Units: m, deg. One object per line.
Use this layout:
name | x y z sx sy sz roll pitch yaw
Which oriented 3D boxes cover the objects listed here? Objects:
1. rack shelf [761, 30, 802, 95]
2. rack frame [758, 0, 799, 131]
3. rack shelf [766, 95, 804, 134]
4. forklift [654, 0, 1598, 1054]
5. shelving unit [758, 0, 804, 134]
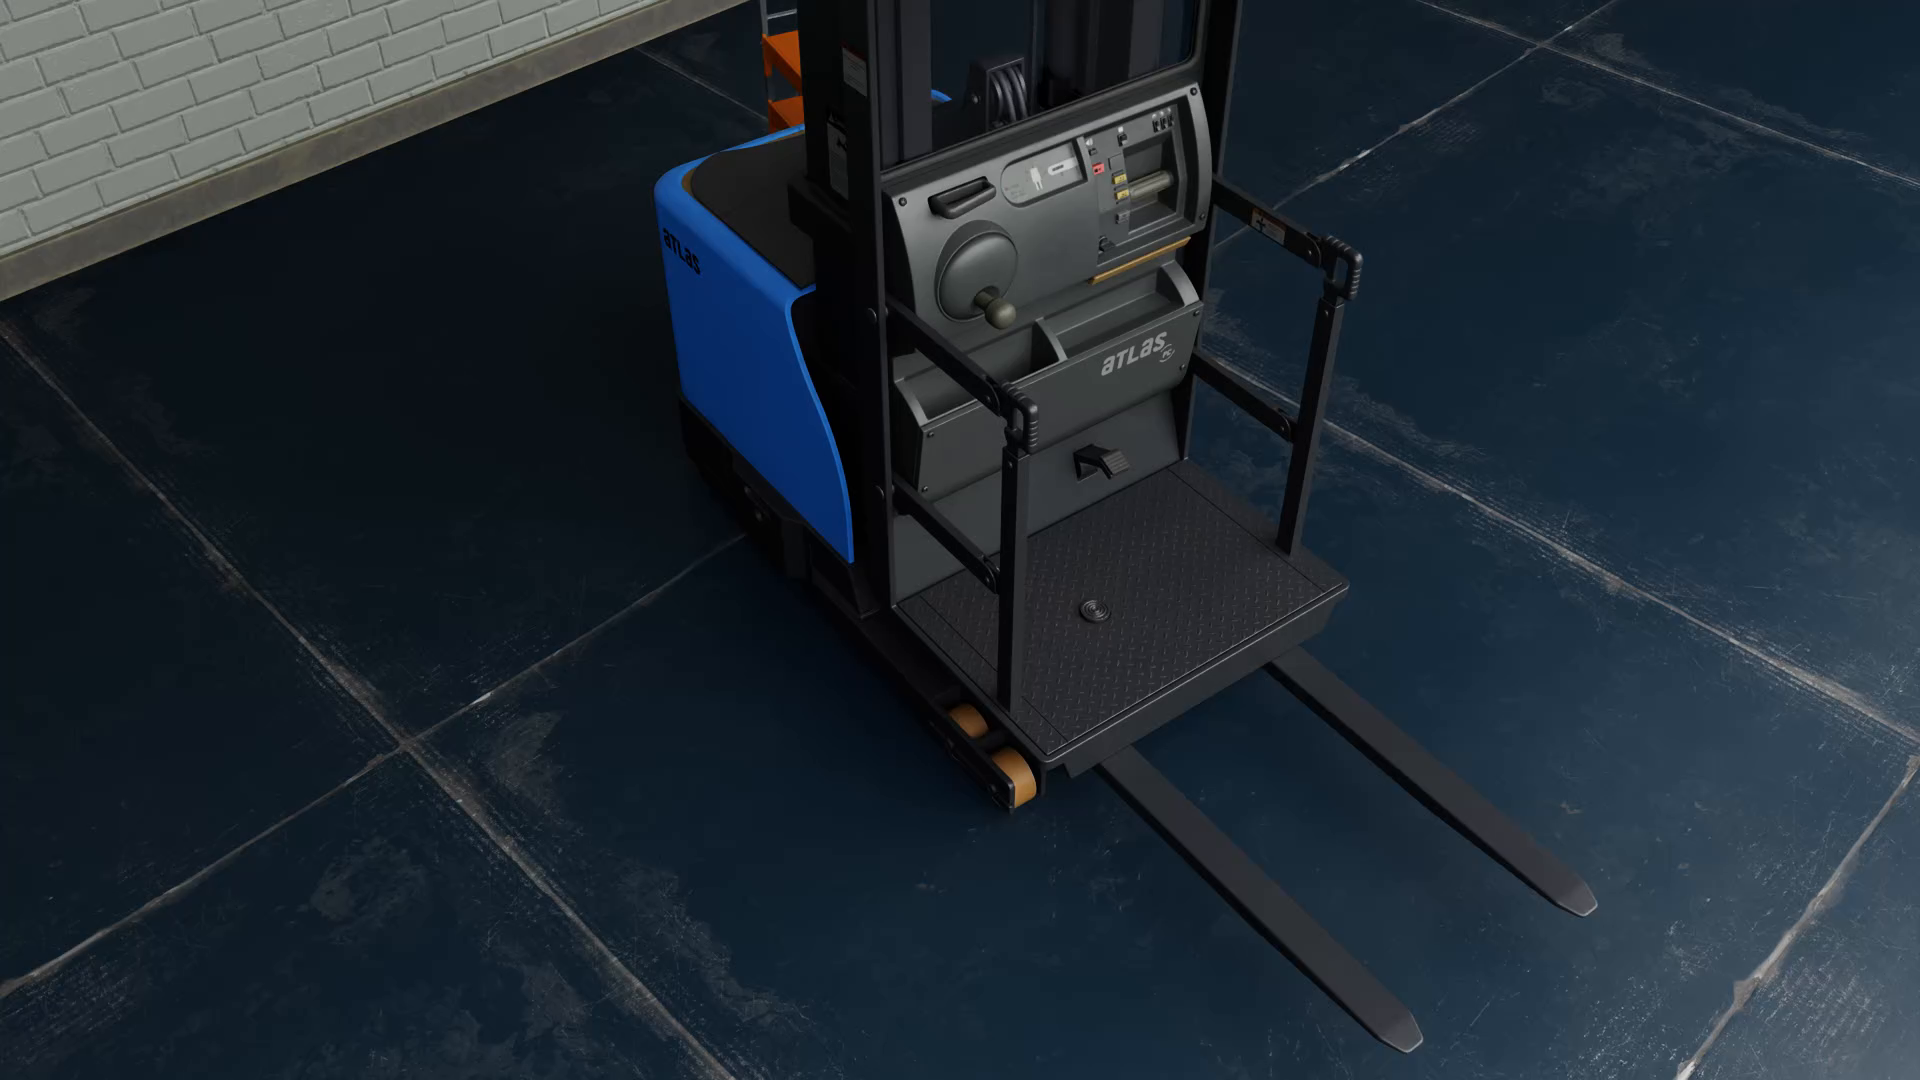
rack shelf | -0.437 -1.510 5.421 0.258 0.148 0.480 -19 46 -20
rack frame | -0.548 -1.369 5.847 0.240 1.200 0.015 -19 46 -20
rack shelf | -0.437 -1.336 5.581 0.258 0.148 0.480 -19 46 -20
forklift | 0.367 -0.735 3.886 1.130 2.935 3.031 -26 49 -26
shelving unit | -0.437 -1.221 5.687 0.258 1.200 0.503 -19 46 -20
